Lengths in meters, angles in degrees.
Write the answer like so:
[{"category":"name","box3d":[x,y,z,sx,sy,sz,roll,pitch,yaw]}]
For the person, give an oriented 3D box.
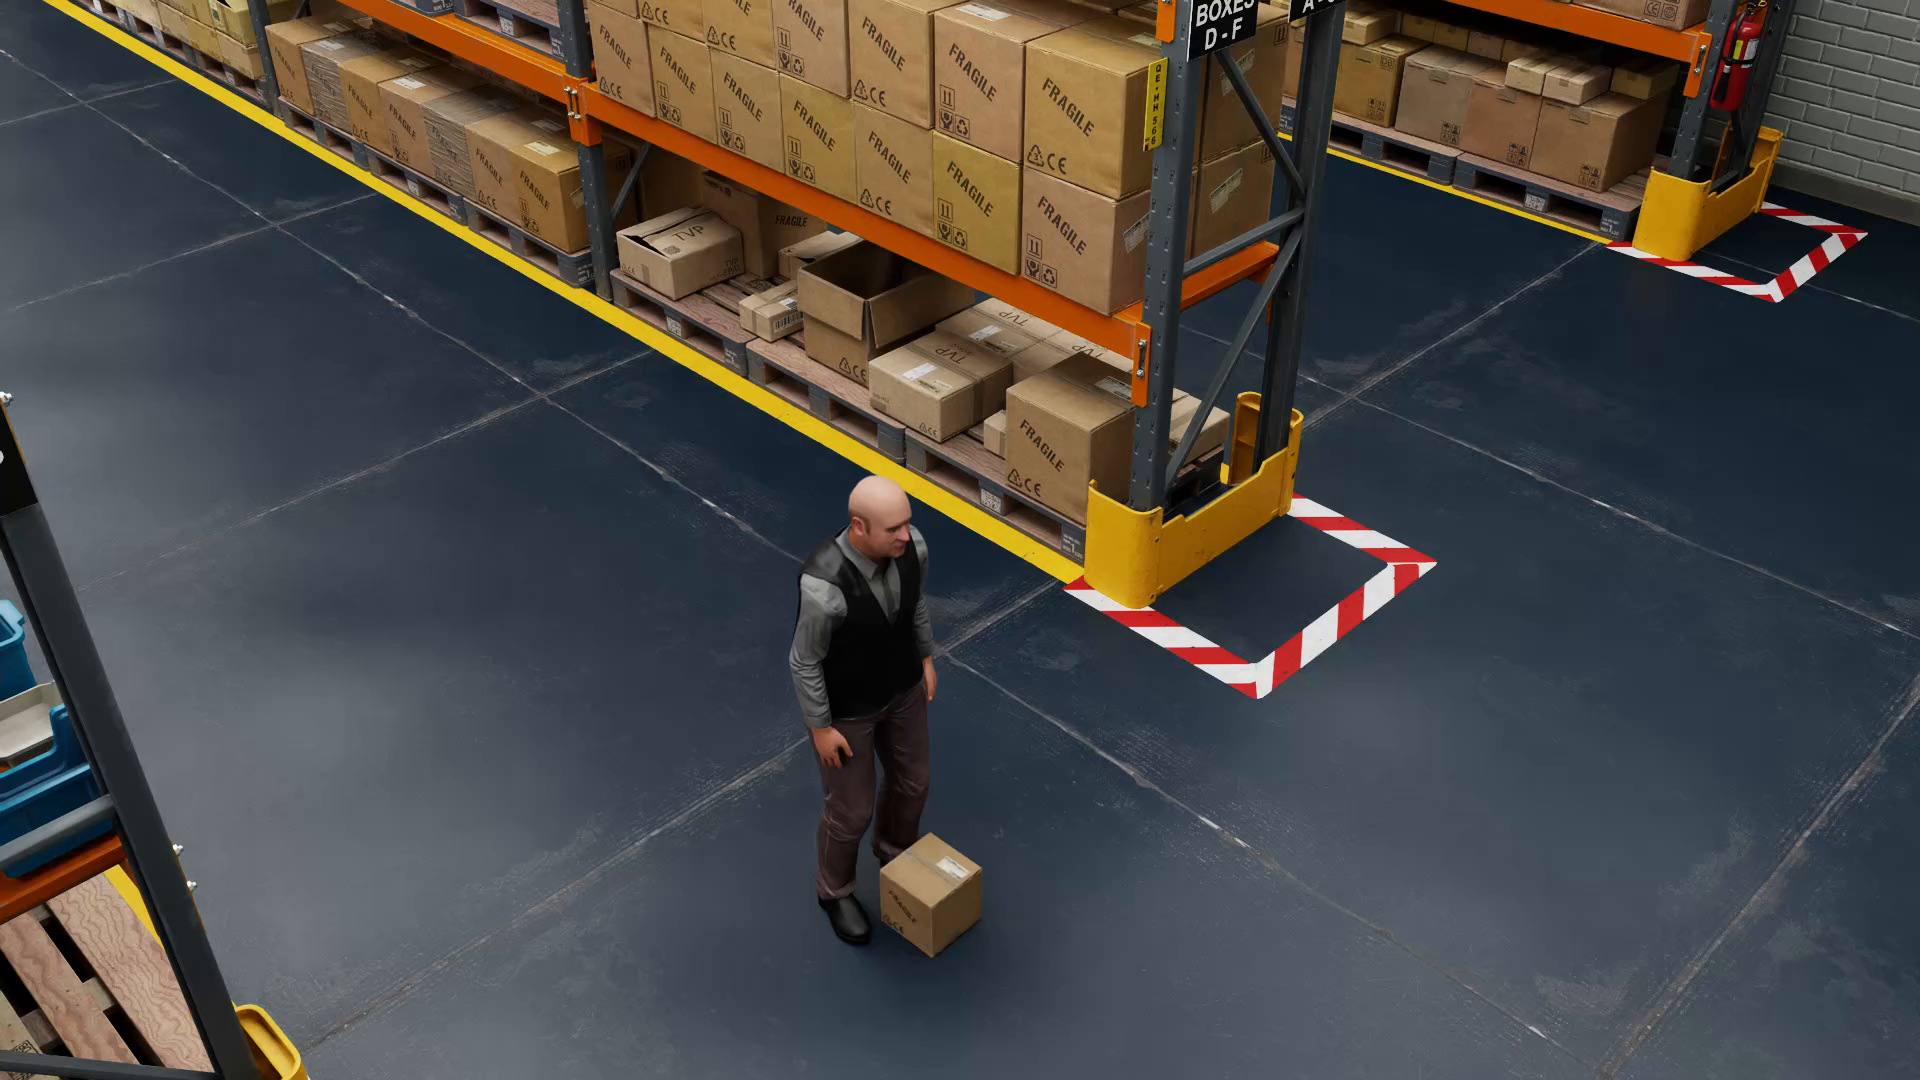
[{"category":"person","box3d":[-0.289,0.516,5.437,0.474,1.720,0.572,28,44,34]}]
